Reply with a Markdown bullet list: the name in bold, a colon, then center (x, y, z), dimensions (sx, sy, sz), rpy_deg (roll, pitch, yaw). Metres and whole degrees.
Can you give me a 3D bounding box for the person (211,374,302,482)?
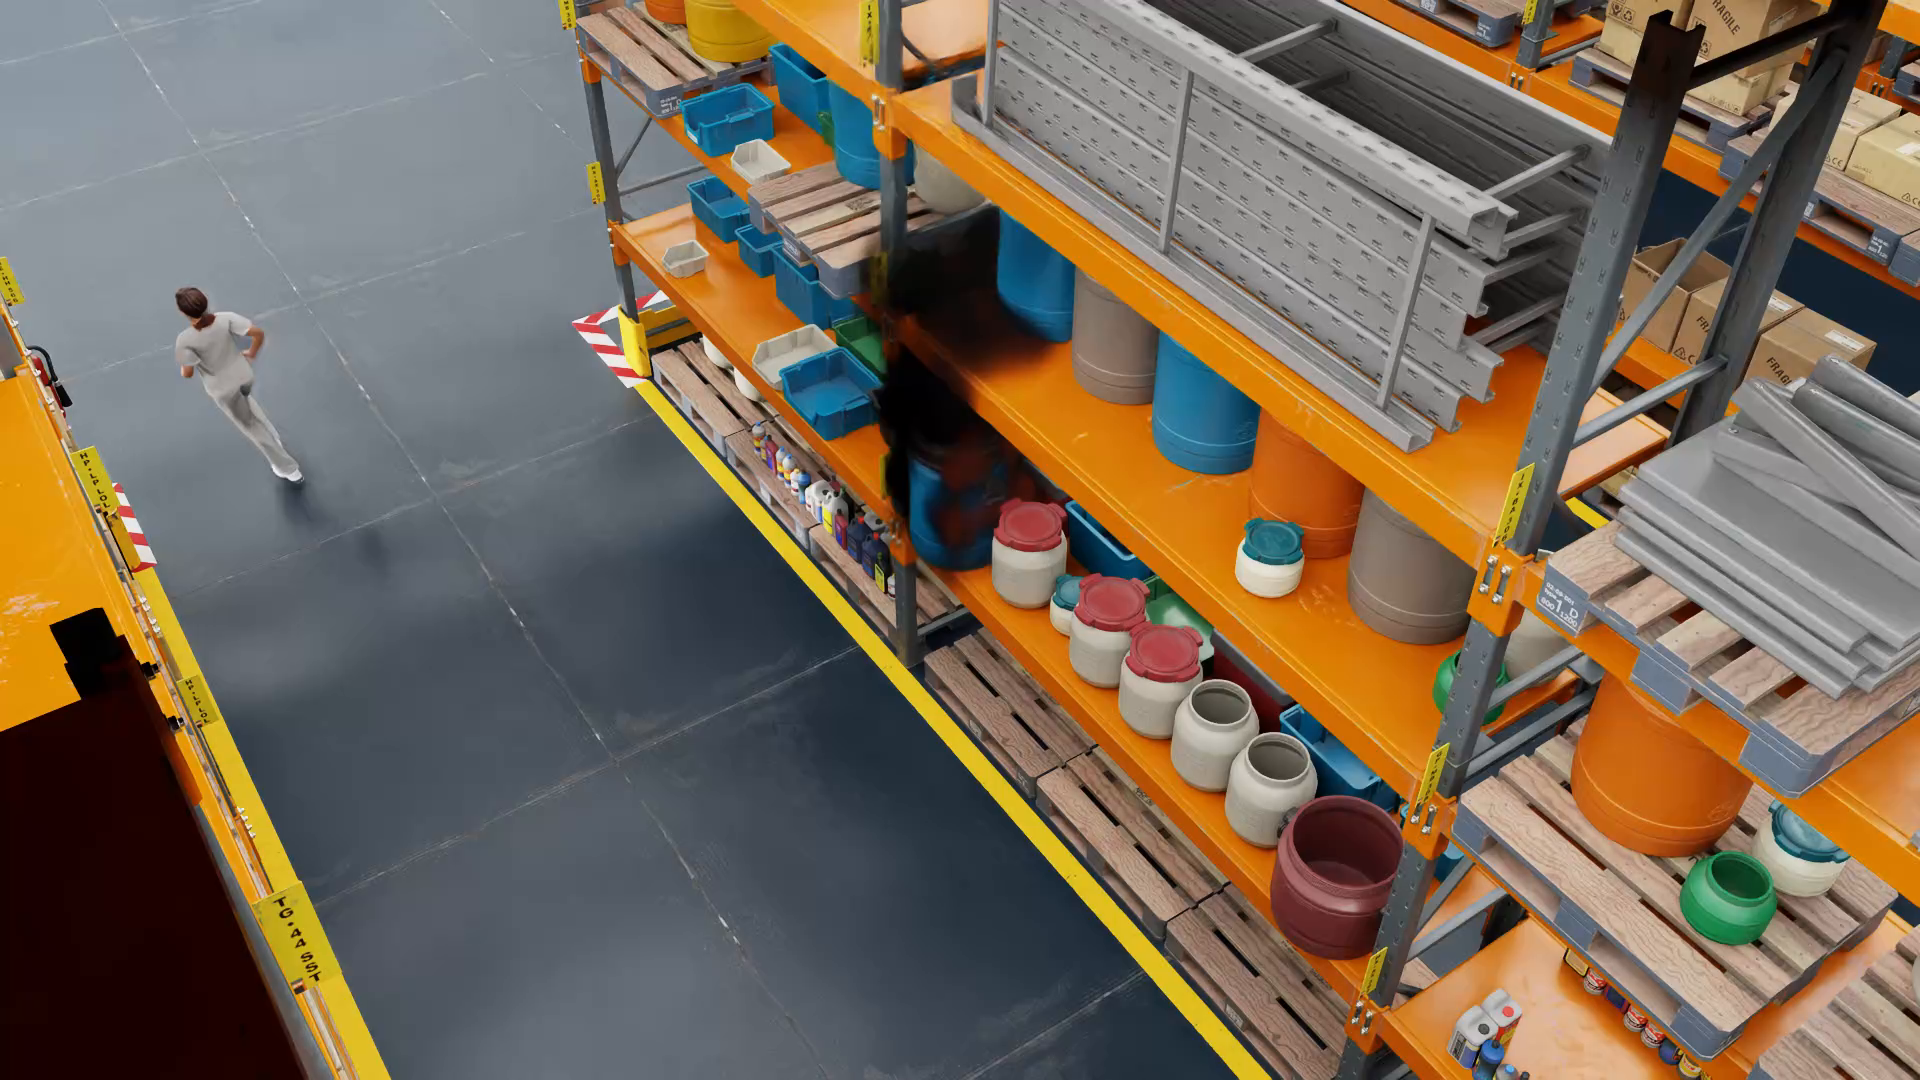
- **person**: center (-5.088, -0.950, 11.918), dimensions (0.666, 1.260, 0.432), rpy_deg (24, 48, 24)
